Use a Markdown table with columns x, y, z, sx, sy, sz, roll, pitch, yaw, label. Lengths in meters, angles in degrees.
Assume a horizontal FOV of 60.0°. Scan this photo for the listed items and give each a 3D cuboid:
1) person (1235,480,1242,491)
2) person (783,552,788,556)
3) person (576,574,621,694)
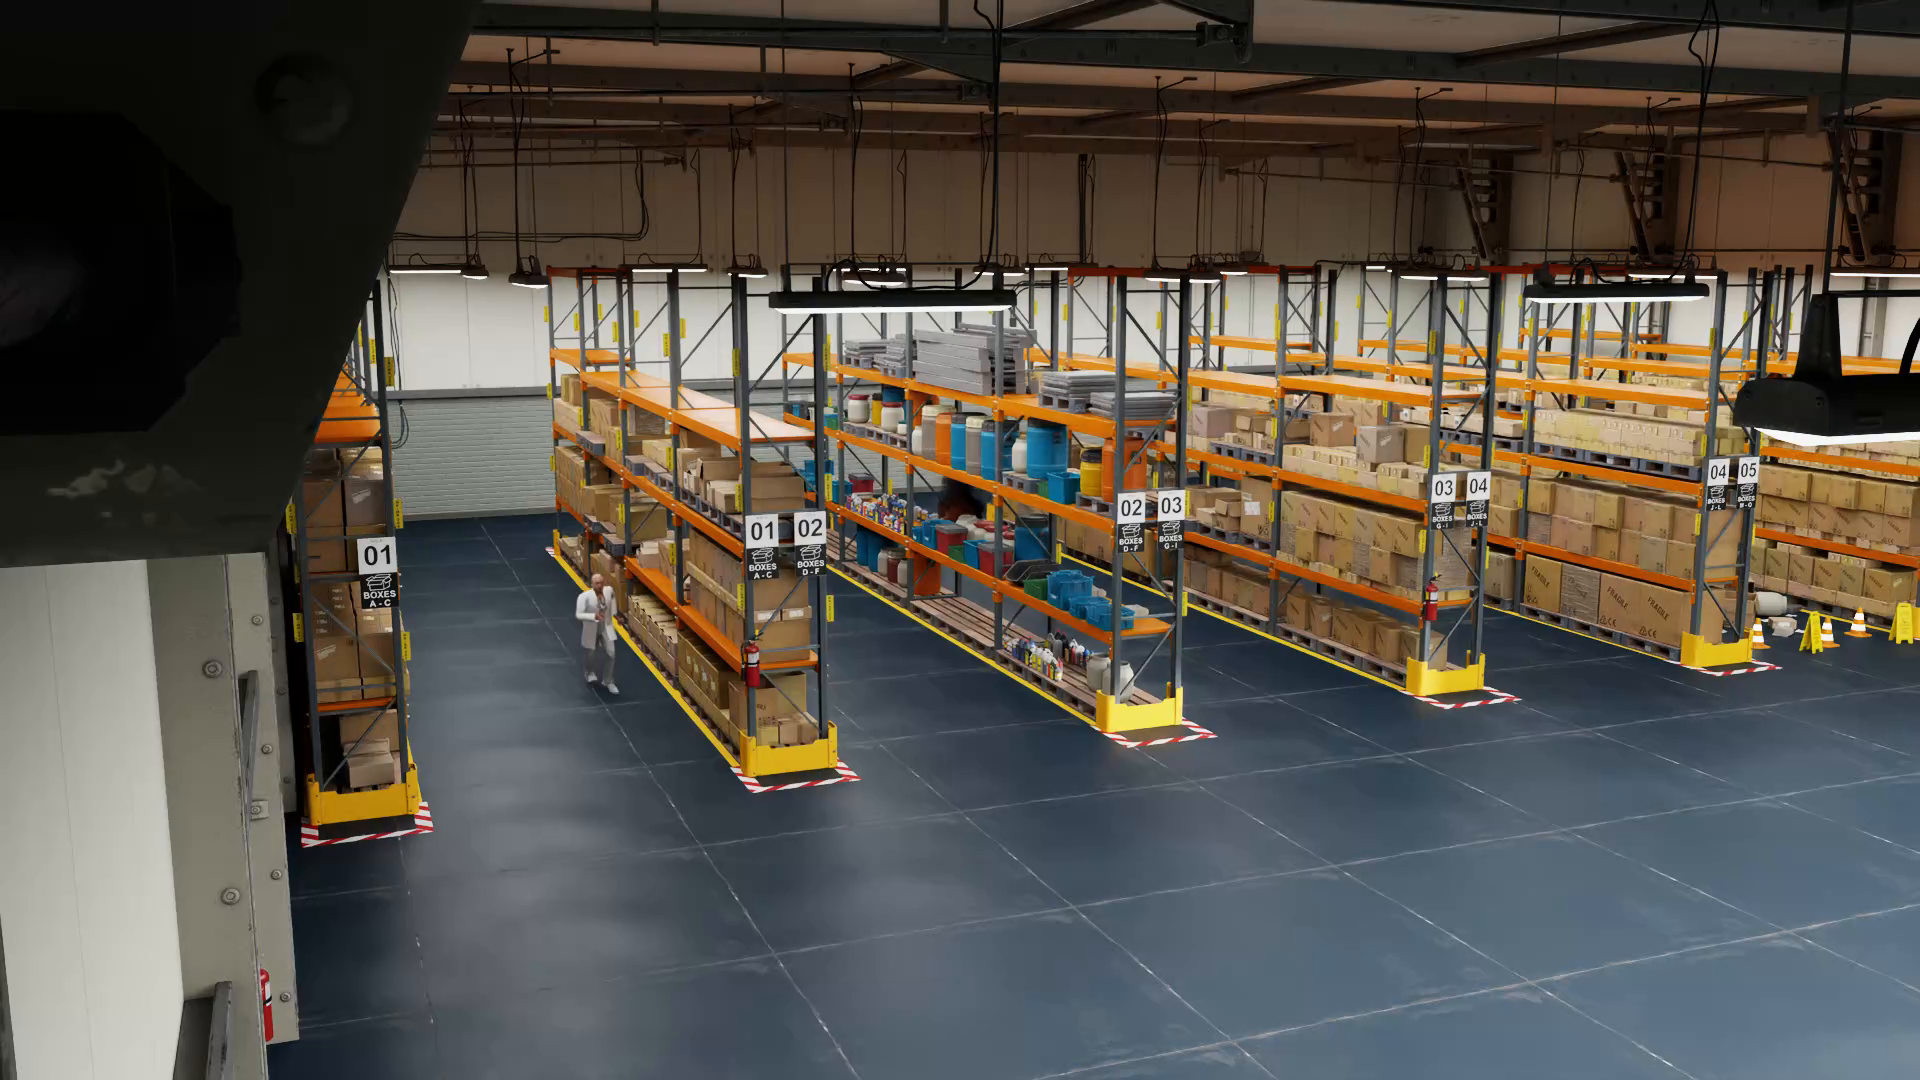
| x | y | z | sx | sy | sz | roll | pitch | yaw | label |
| --- | --- | --- | --- | --- | --- | --- | --- | --- | --- |
| 7.140 | -1.640 | 41.340 | 0.701 | 1.669 | 0.609 | 3 | 10 | 17 | person |
| -3.279 | 0.032 | 29.729 | 0.640 | 1.822 | 0.766 | -3 | 10 | -15 | person |
| -5.245 | 1.372 | 24.094 | 0.700 | 1.654 | 1.058 | -5 | 11 | -26 | person |
